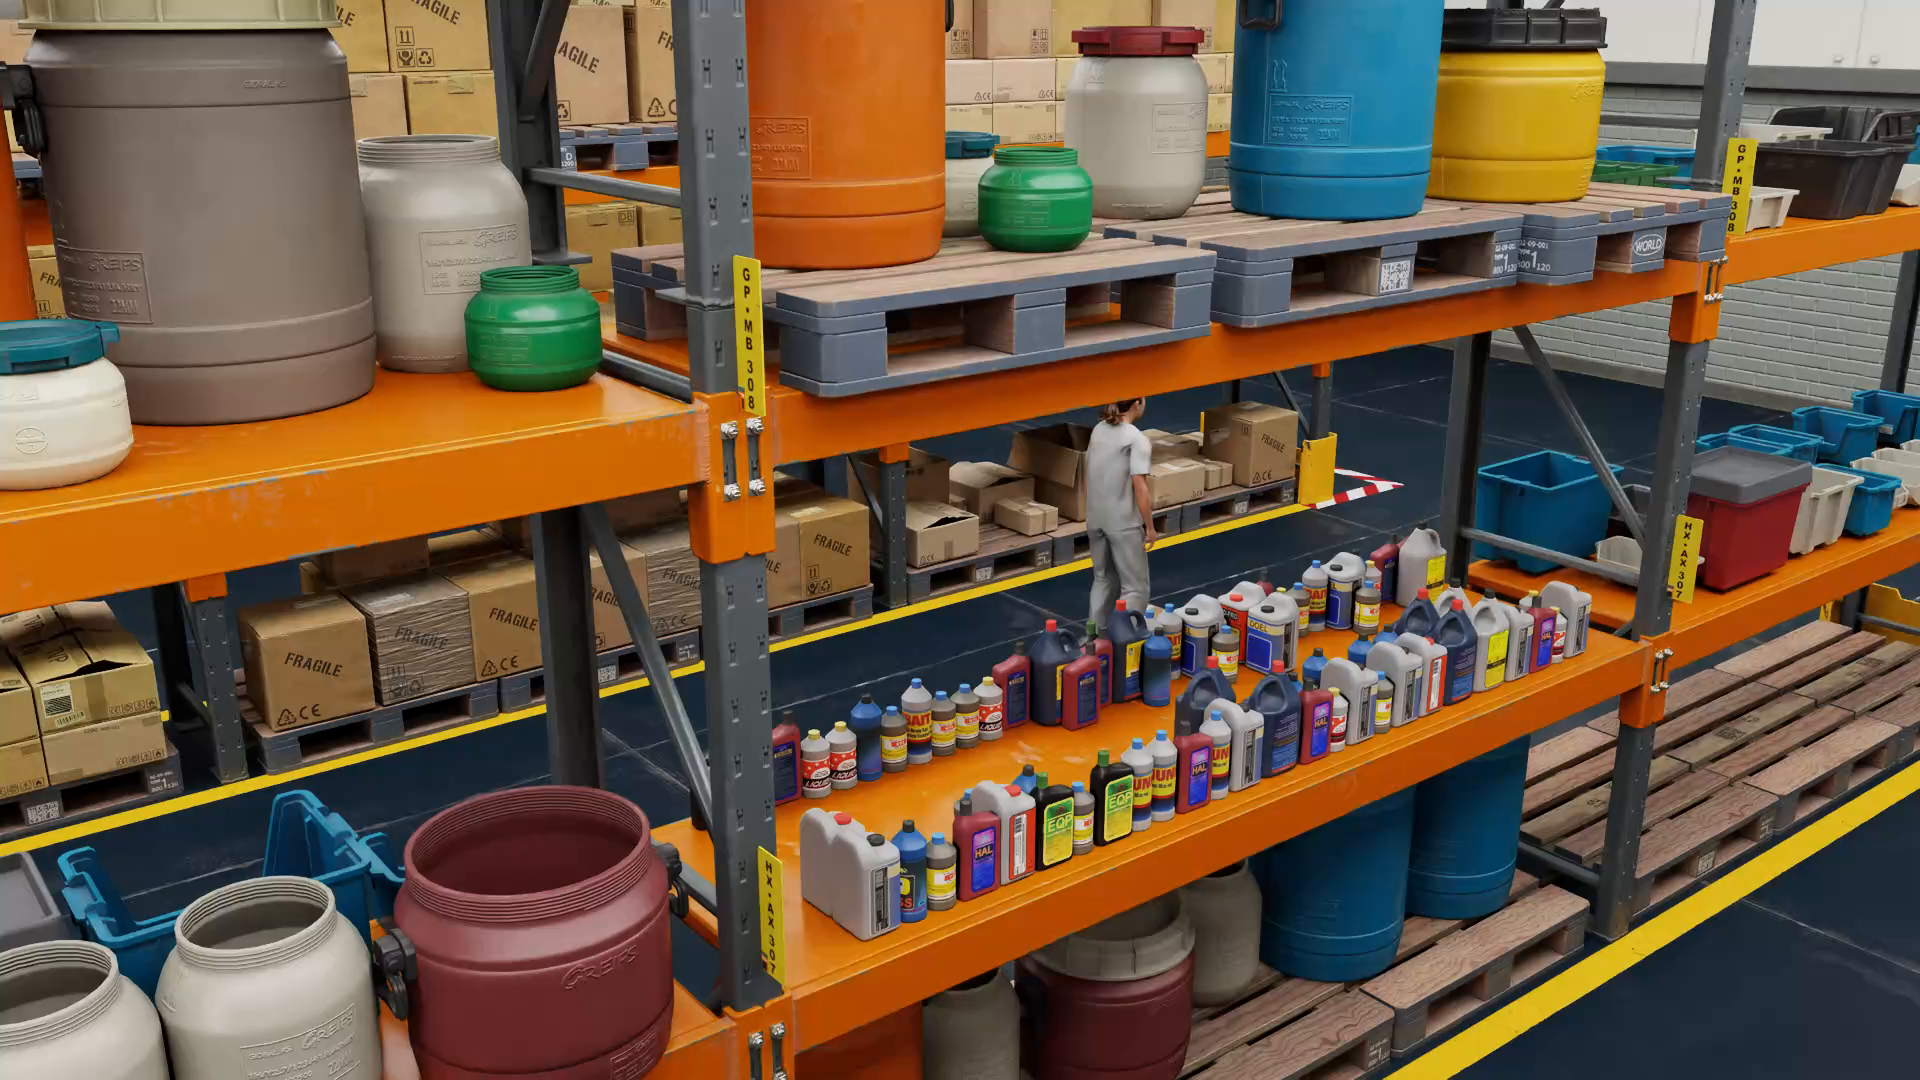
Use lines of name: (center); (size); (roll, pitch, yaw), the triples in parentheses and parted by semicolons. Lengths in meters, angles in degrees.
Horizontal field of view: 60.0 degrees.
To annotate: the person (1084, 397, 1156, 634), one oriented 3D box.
person: (0.895, -0.086, 9.331); (0.352, 1.667, 0.496); (-14, 22, -37)
